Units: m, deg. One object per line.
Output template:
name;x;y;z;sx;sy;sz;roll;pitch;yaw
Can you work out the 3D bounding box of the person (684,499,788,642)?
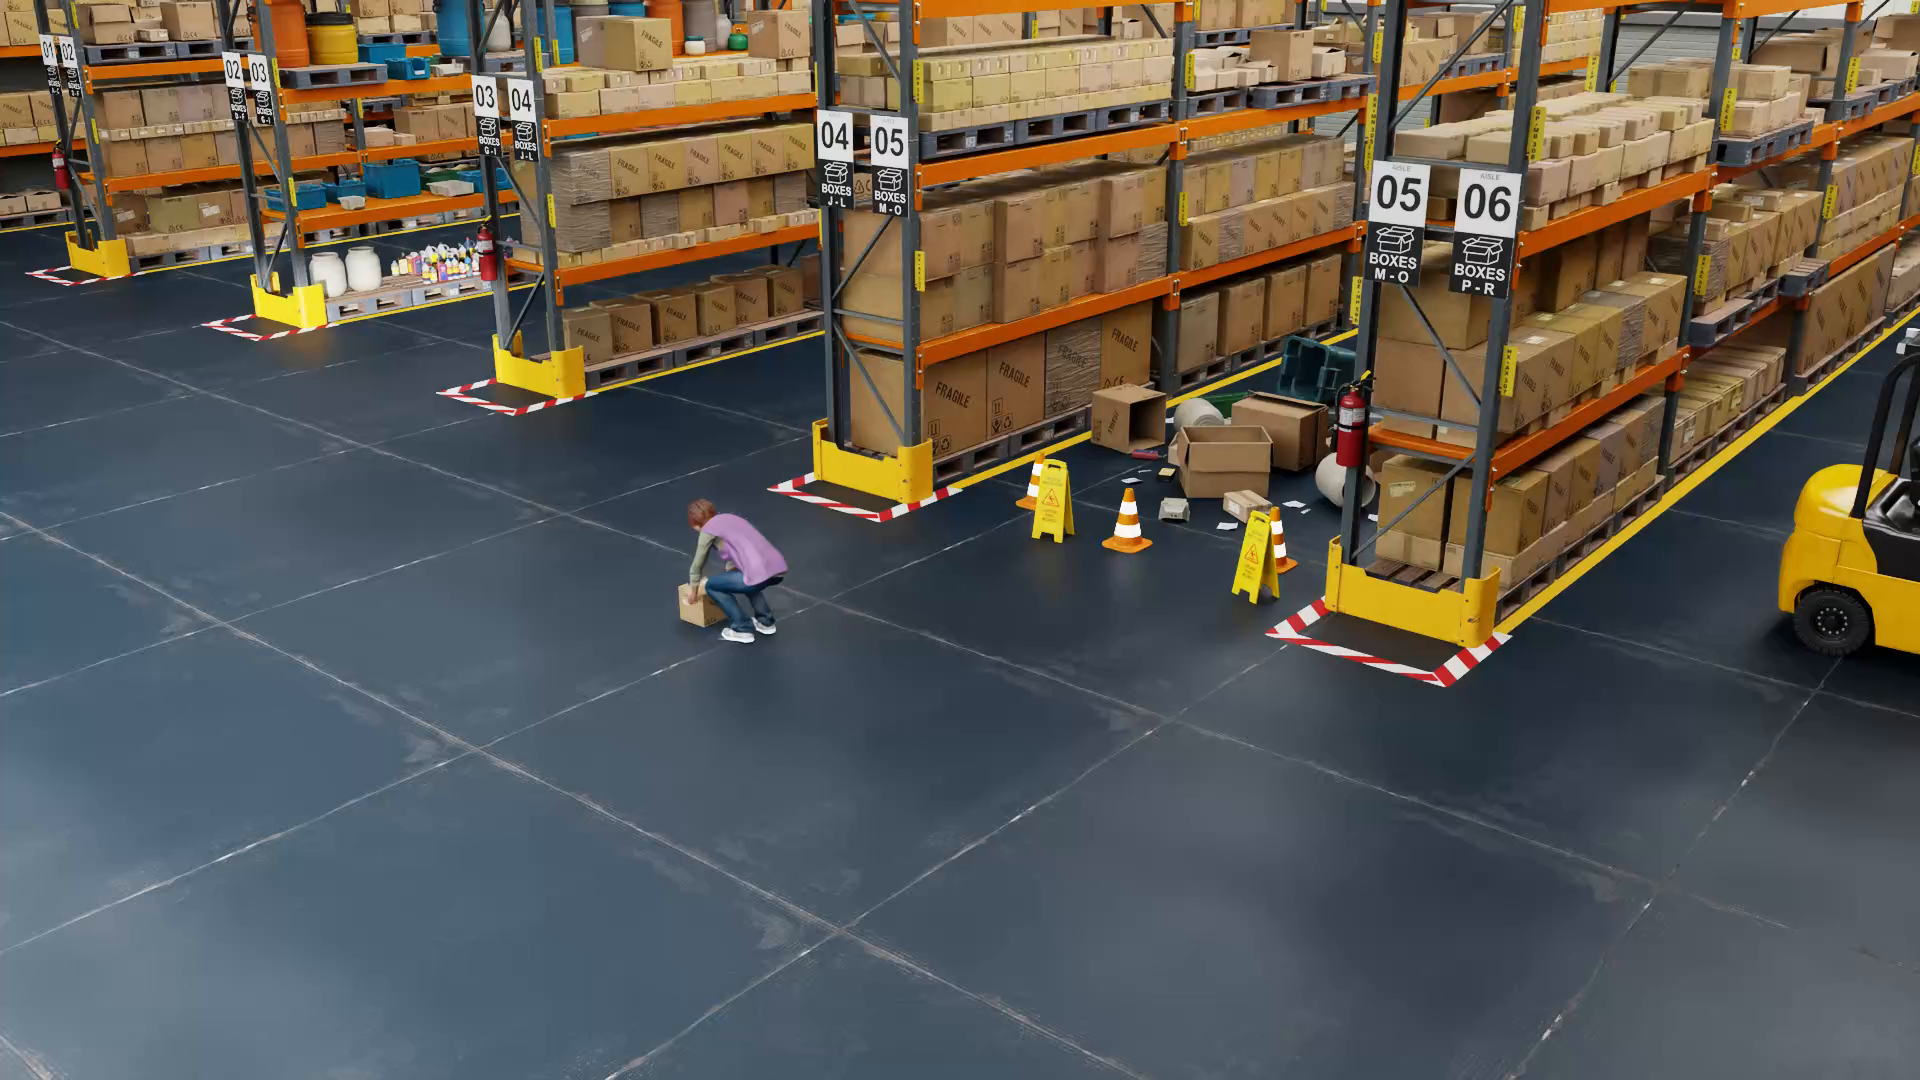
person;-1.549;0.216;11.473;0.788;0.927;0.448;16;26;36
